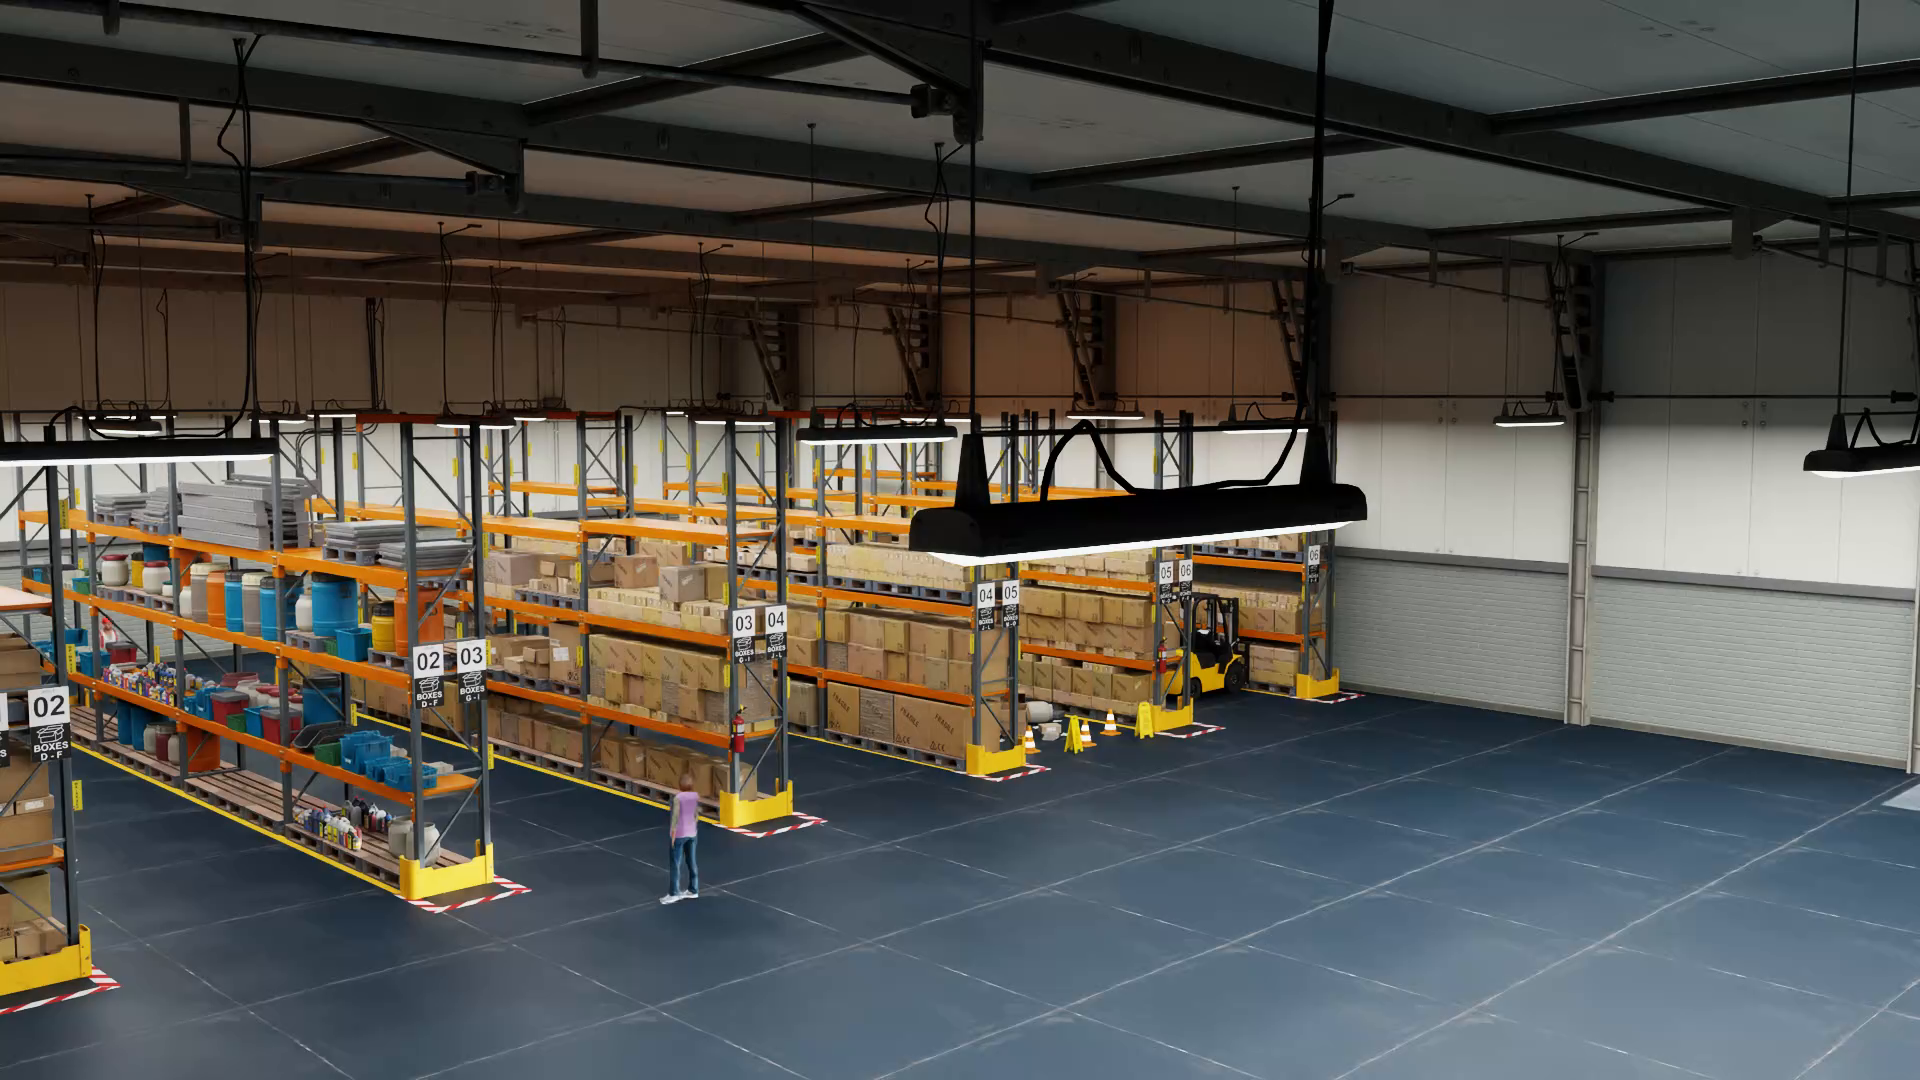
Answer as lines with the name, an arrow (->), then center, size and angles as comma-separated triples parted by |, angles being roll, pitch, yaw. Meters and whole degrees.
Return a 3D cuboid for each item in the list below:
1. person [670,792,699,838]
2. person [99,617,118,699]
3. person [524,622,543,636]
person -> -3.456, 3.423, 20.817 | 0.431, 0.562, 0.299 | -5, 7, -42
person -> -17.548, 2.446, 34.288 | 0.399, 1.738, 0.557 | 4, 7, 40
person -> -10.473, 1.923, 40.867 | 0.592, 1.810, 0.417 | 0, 5, -4
